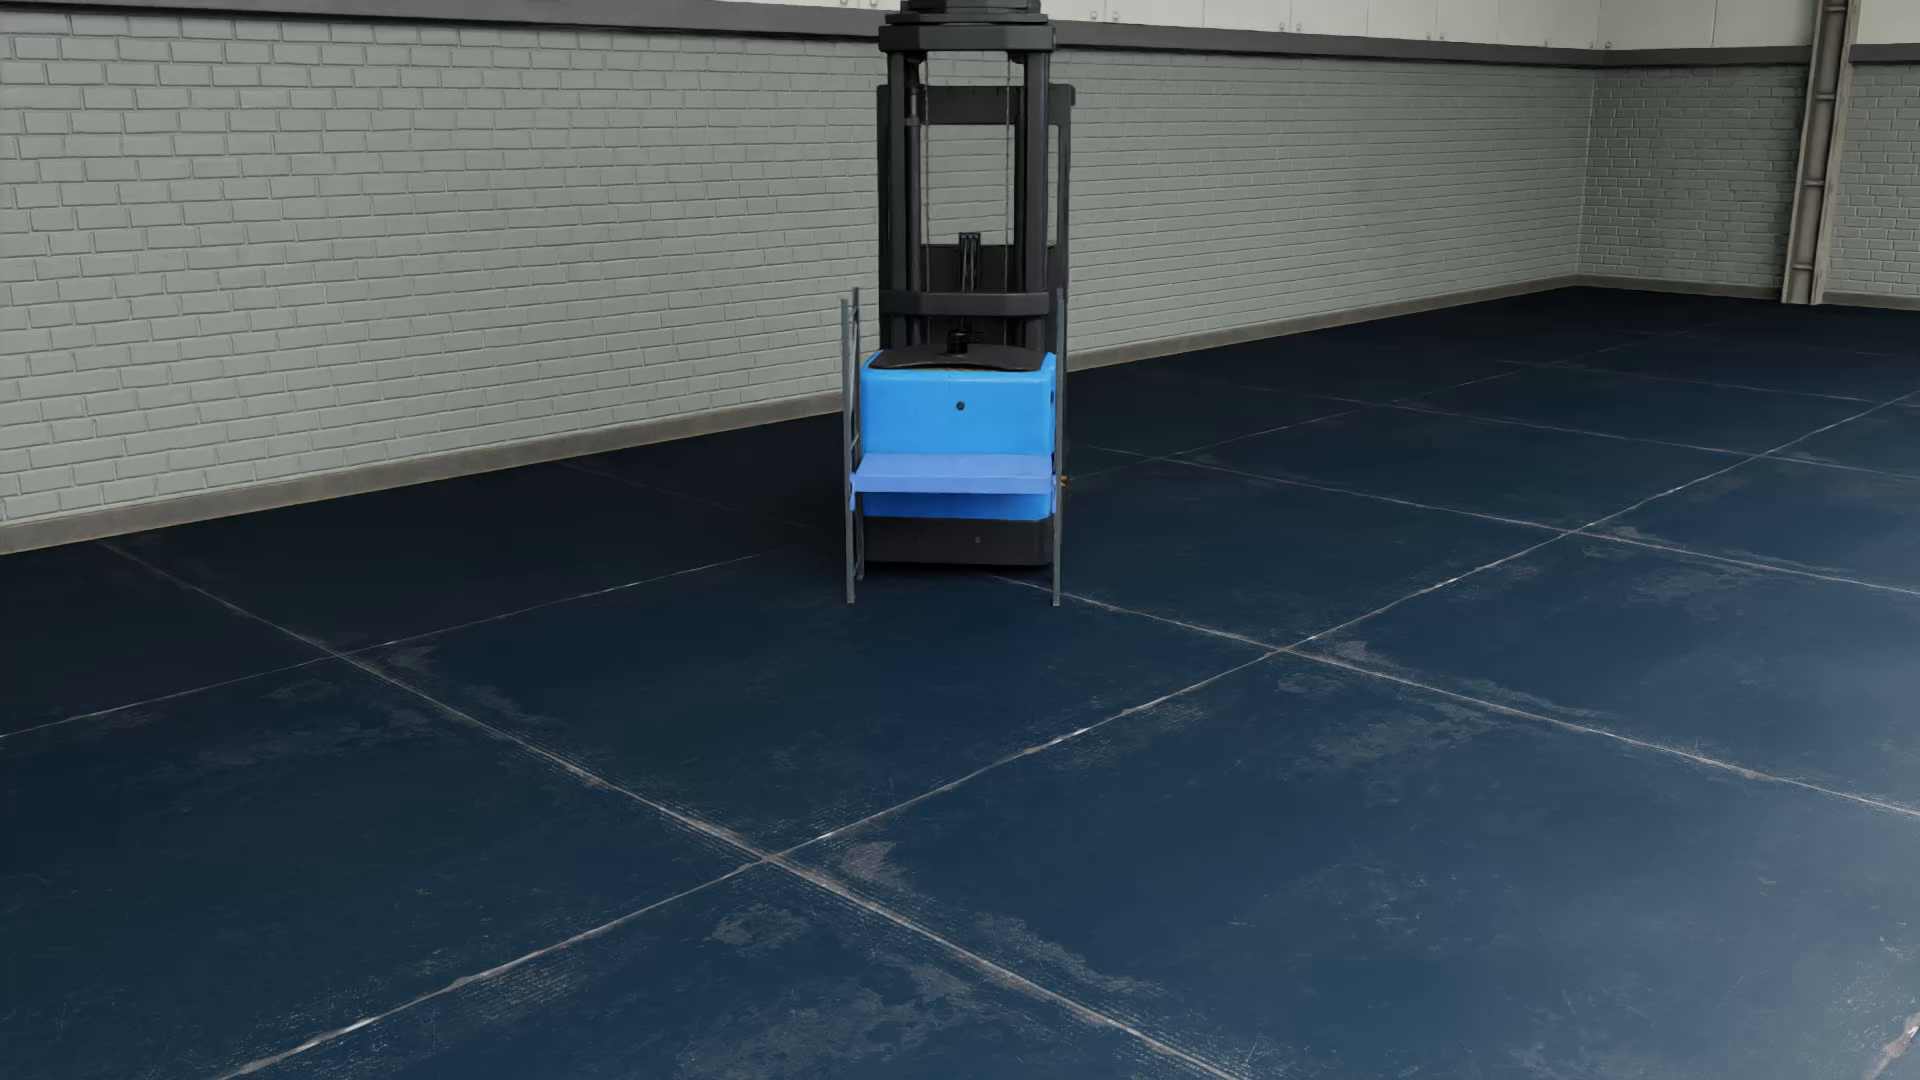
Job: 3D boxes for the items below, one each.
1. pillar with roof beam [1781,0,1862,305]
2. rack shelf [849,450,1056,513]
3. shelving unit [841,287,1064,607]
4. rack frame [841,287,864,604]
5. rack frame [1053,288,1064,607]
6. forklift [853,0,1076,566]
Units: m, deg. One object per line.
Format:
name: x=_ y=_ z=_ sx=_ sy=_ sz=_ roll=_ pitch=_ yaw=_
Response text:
pillar with roof beam: x=7.542 y=-6.538 z=16.677 sx=0.400 sy=9.000 sz=9.100 roll=14 pitch=20 yaw=42
rack shelf: x=-0.023 y=-0.295 z=8.284 sx=1.000 sy=0.185 sz=0.538 roll=1 pitch=16 yaw=3
shelving unit: x=-0.023 y=-0.468 z=8.236 sx=1.048 sy=1.500 sz=0.538 roll=1 pitch=16 yaw=3
rack frame: x=-0.531 y=-0.475 z=8.262 sx=0.032 sy=1.500 sz=0.500 roll=1 pitch=16 yaw=3
rack frame: x=0.484 y=-0.462 z=8.210 sx=0.032 sy=1.500 sz=0.500 roll=1 pitch=16 yaw=3
forklift: x=0.105 y=-1.605 z=9.780 sx=1.130 sy=2.935 sz=3.031 roll=2 pitch=15 yaw=6
